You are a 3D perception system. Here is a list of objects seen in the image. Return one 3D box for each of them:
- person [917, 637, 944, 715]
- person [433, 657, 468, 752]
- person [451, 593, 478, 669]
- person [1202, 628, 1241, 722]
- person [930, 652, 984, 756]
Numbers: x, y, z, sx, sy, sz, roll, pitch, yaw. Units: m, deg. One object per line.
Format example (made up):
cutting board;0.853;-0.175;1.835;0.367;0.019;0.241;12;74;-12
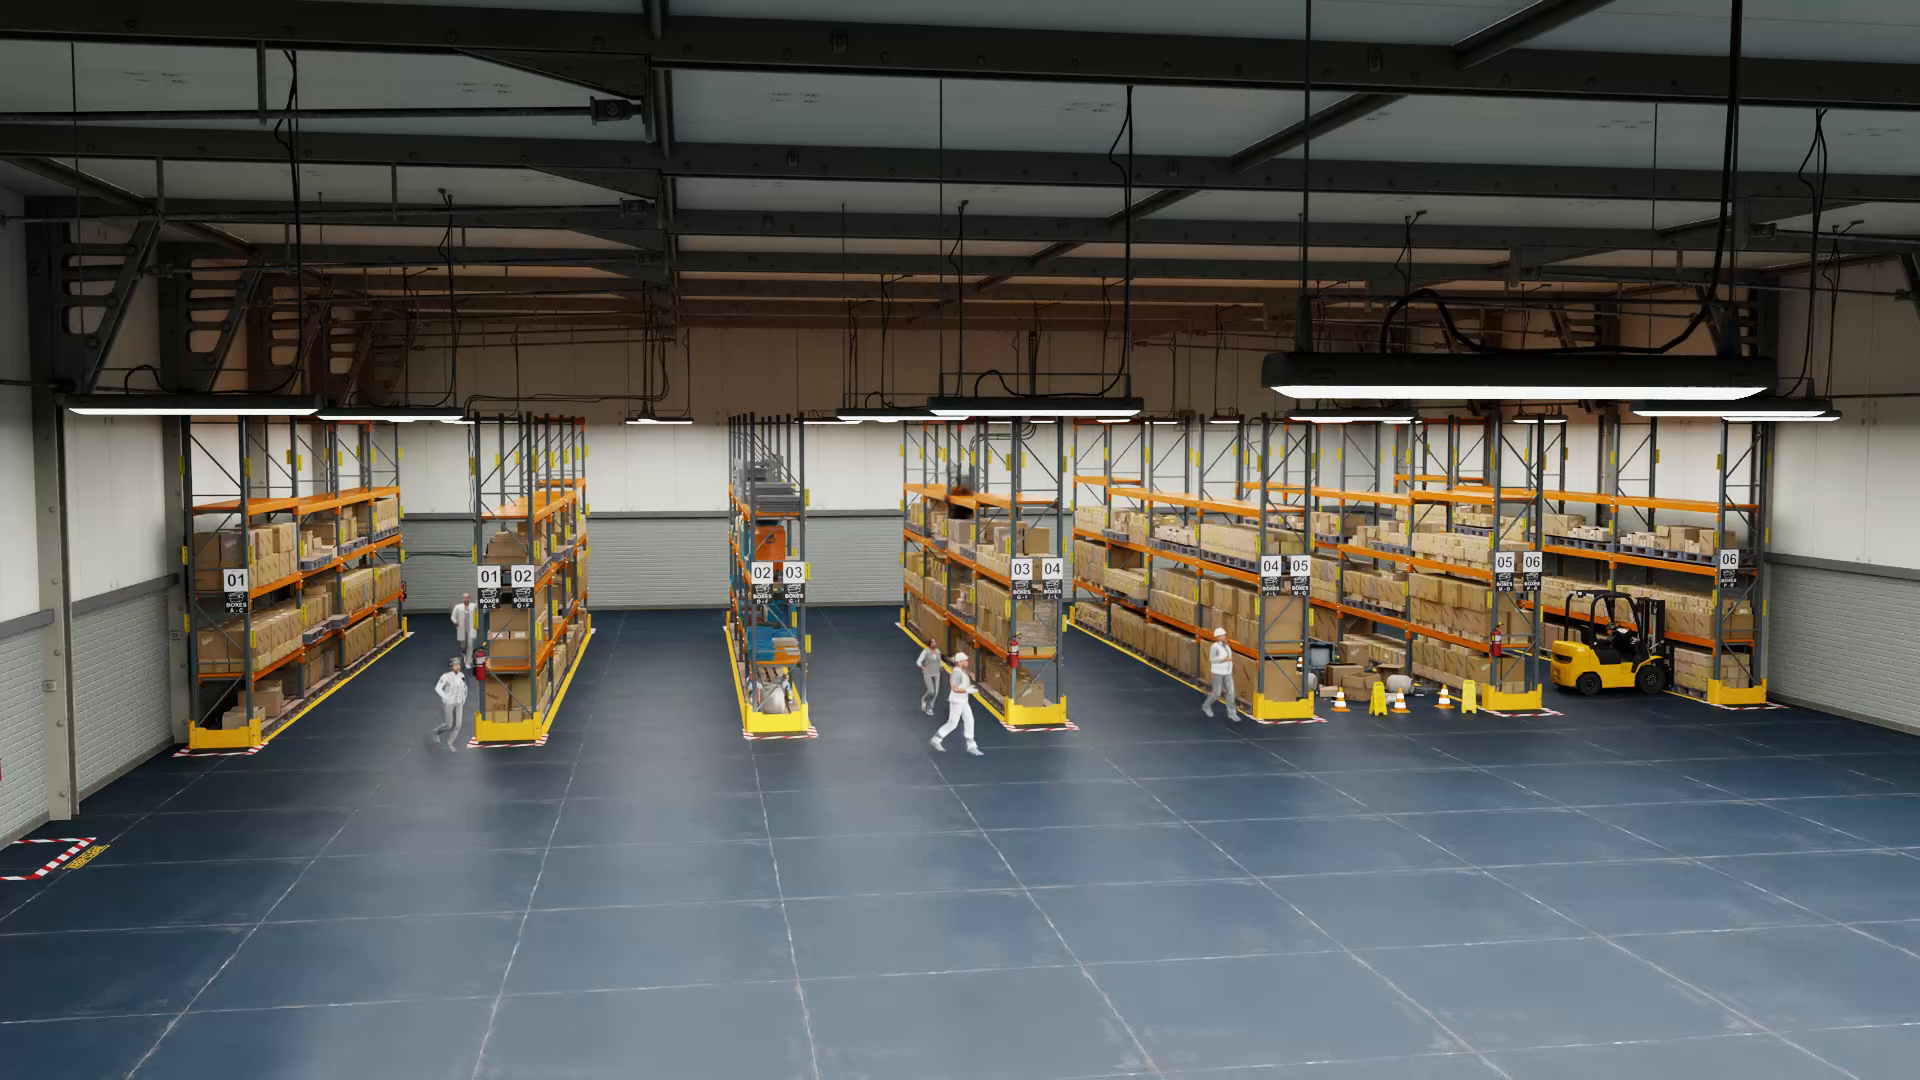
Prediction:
person;-0.553;2.701;32.970;0.518;1.554;0.520;-2;4;-28
person;-9.030;2.899;29.550;0.609;1.665;0.632;4;5;43
person;-11.770;2.177;39.697;0.710;1.733;0.944;-1;4;-17
person;5.095;2.608;32.399;0.651;1.789;0.881;-3;5;-38
person;-0.059;2.852;28.973;0.942;1.805;0.622;1;4;17
